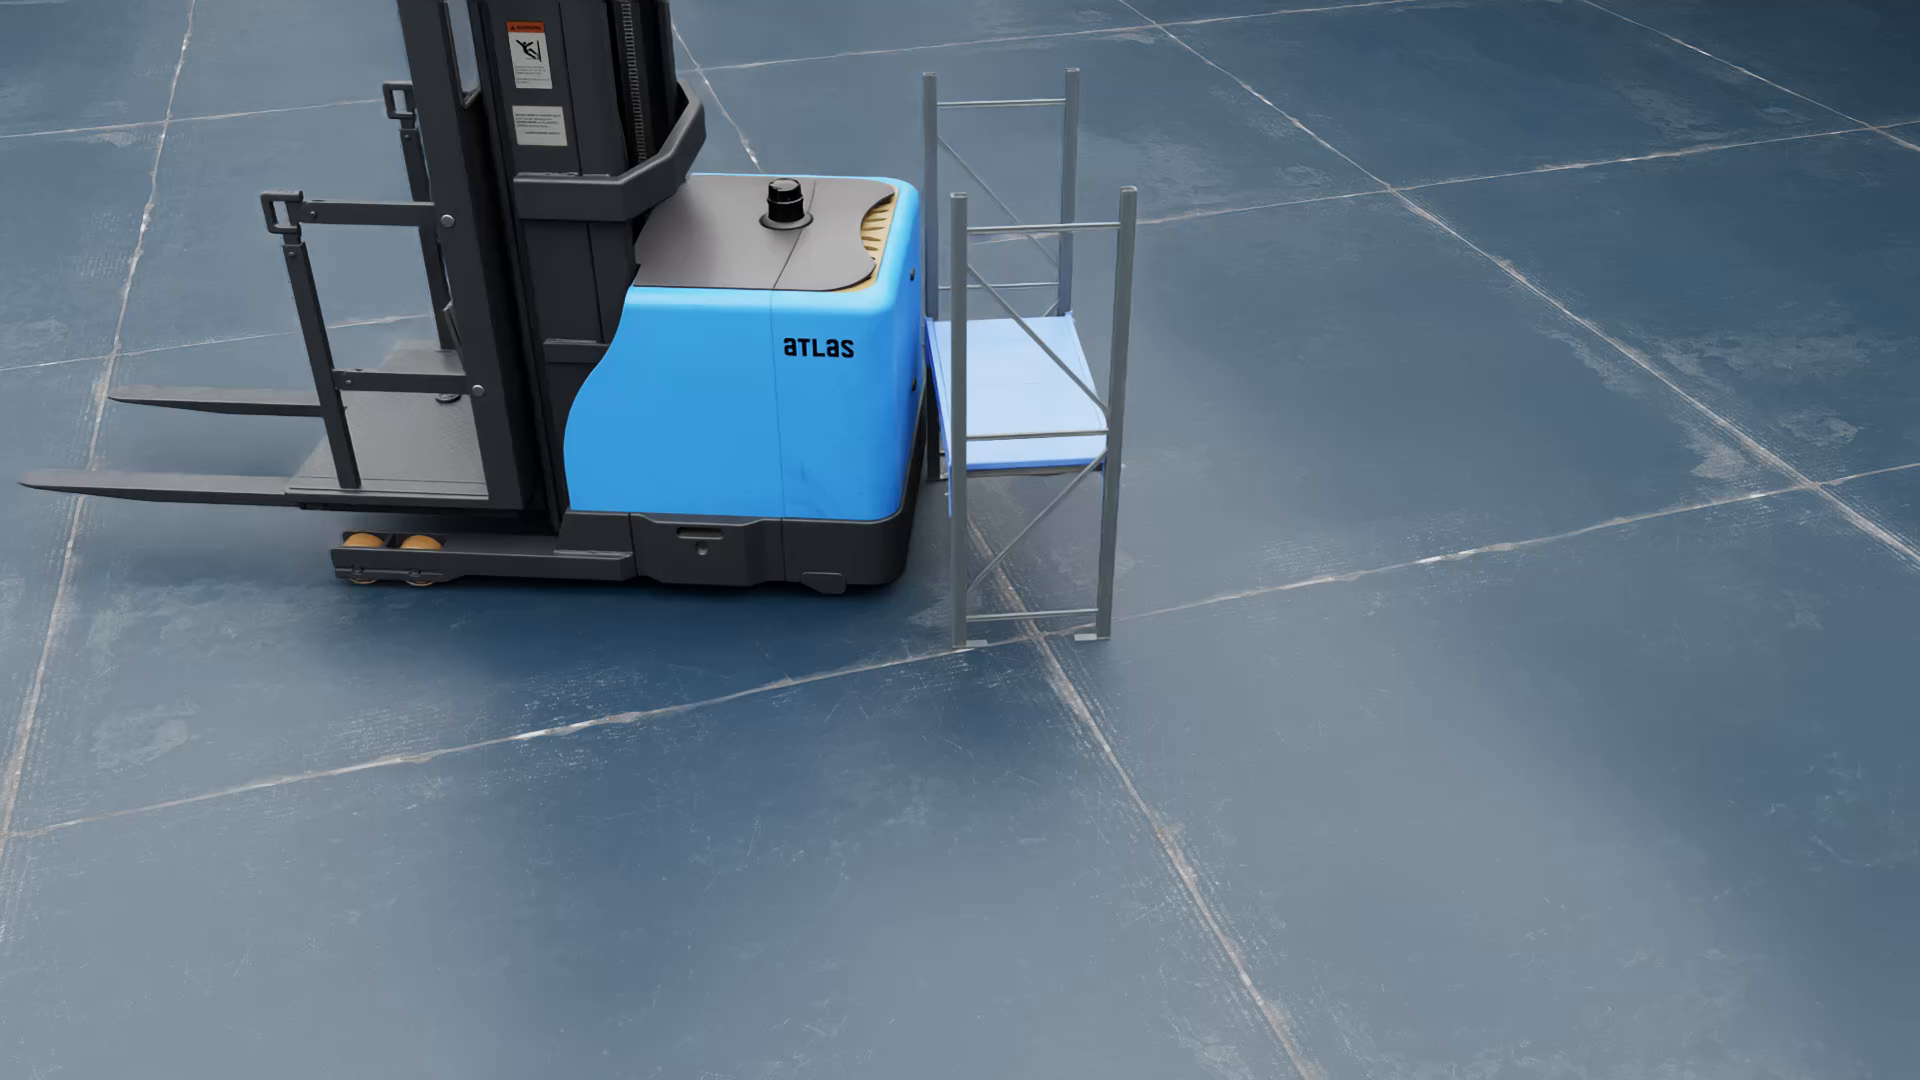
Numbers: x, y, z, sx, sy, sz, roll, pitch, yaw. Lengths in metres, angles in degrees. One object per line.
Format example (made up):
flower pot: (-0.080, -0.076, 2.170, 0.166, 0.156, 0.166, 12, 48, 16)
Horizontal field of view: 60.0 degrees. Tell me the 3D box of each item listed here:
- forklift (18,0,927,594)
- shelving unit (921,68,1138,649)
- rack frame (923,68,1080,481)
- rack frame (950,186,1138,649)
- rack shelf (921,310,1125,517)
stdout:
forklift: (-1.665, -1.358, 5.146, 3.031, 2.935, 1.130, 2, 34, 3)
shelving unit: (0.178, -0.582, 5.270, 0.538, 1.500, 1.048, -3, 34, -4)
rack frame: (0.132, -0.861, 5.693, 0.500, 1.500, 0.032, -3, 34, -4)
rack frame: (0.225, -0.303, 4.848, 0.500, 1.500, 0.032, -3, 34, -4)
rack shelf: (0.178, -0.432, 5.370, 0.538, 0.185, 1.000, -3, 34, -4)
